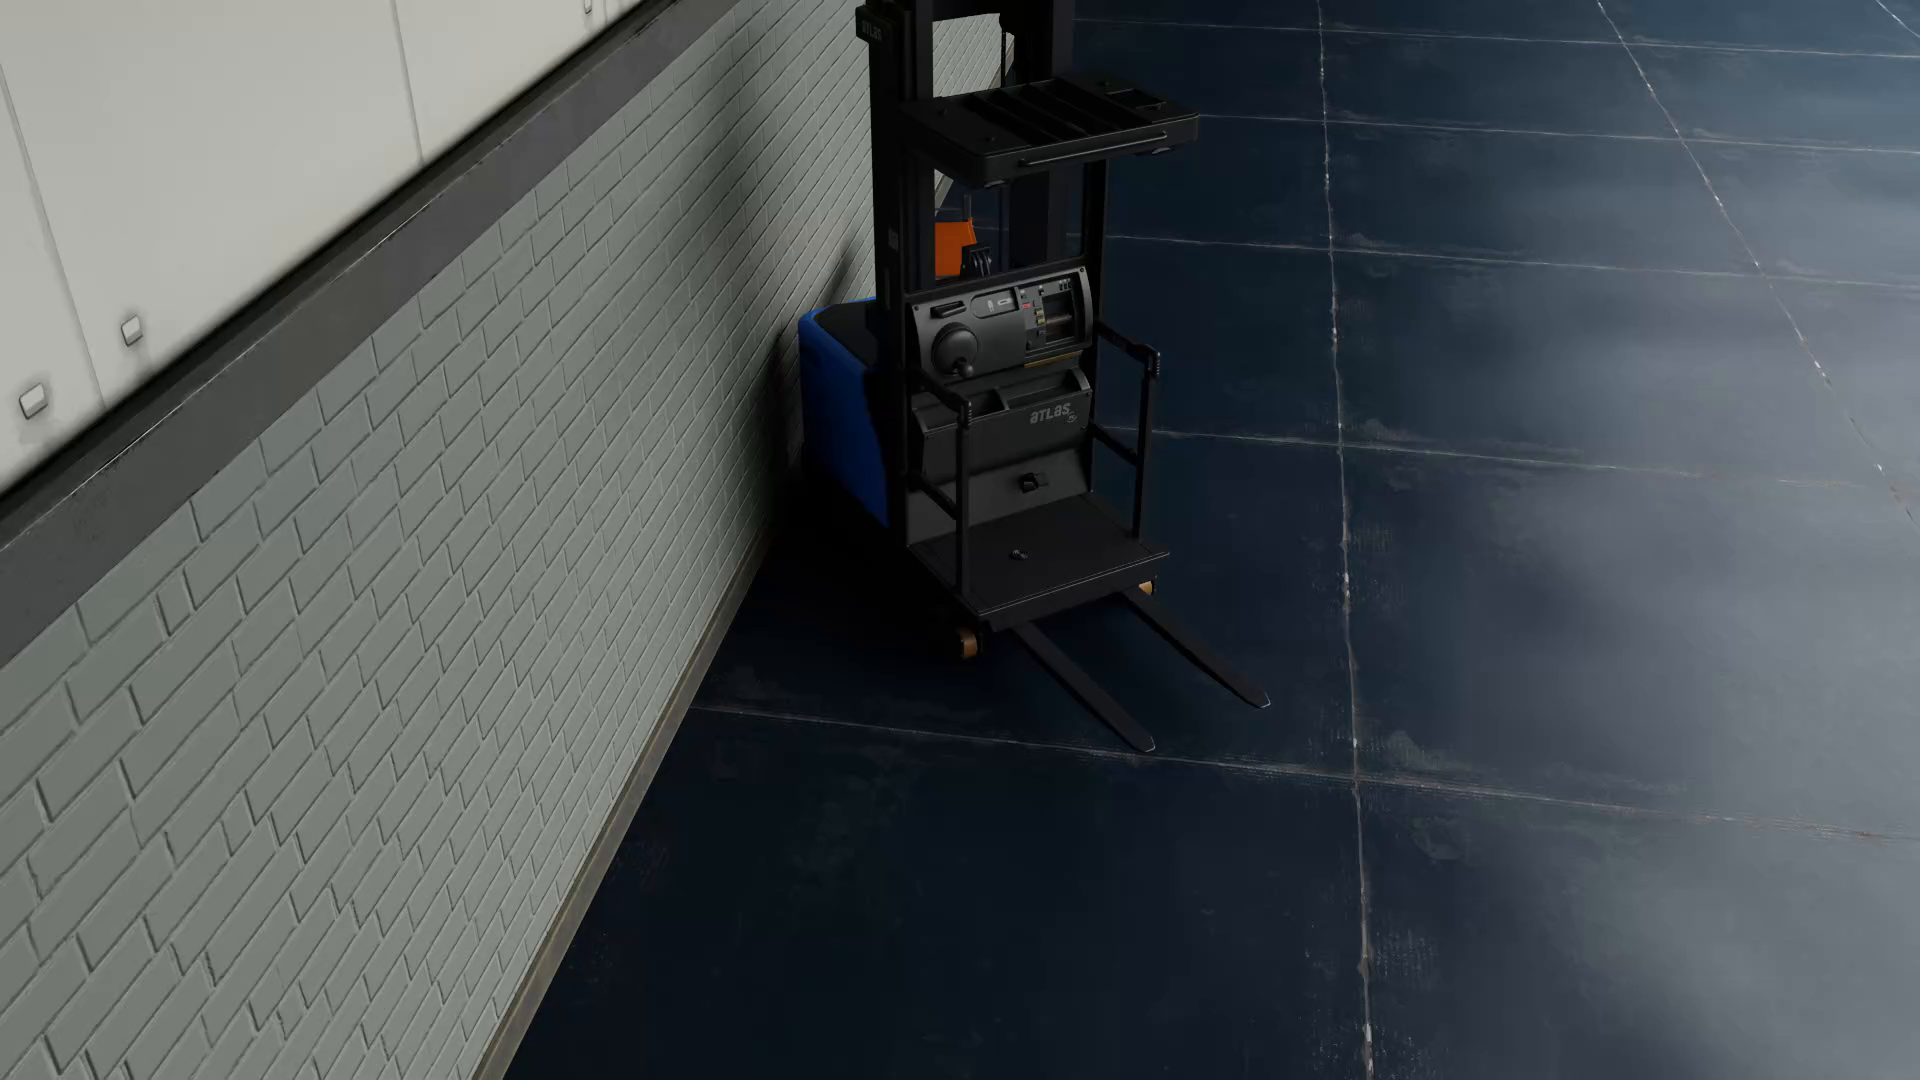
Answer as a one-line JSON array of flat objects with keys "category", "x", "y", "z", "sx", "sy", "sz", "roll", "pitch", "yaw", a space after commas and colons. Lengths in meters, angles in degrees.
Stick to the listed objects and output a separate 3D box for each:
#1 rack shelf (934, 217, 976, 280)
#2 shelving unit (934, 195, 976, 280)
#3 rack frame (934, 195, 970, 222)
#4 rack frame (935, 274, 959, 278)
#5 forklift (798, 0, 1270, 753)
[{"category": "rack shelf", "x": -0.142, "y": -1.544, "z": 9.605, "sx": 0.538, "sy": 0.278, "sz": 1.000, "roll": -3, "pitch": 32, "yaw": -4}, {"category": "shelving unit", "x": -0.142, "y": -1.296, "z": 9.761, "sx": 0.538, "sy": 1.125, "sz": 1.048, "roll": -3, "pitch": 32, "yaw": -4}, {"category": "rack frame", "x": -0.189, "y": -1.565, "z": 10.190, "sx": 0.500, "sy": 1.125, "sz": 0.032, "roll": -3, "pitch": 32, "yaw": -4}, {"category": "rack frame", "x": -0.095, "y": -1.028, "z": 9.332, "sx": 0.500, "sy": 1.125, "sz": 0.032, "roll": -3, "pitch": 32, "yaw": -4}, {"category": "forklift", "x": 0.308, "y": -0.954, "z": 7.512, "sx": 1.130, "sy": 2.935, "sz": 3.031, "roll": -17, "pitch": 36, "yaw": -25}]
